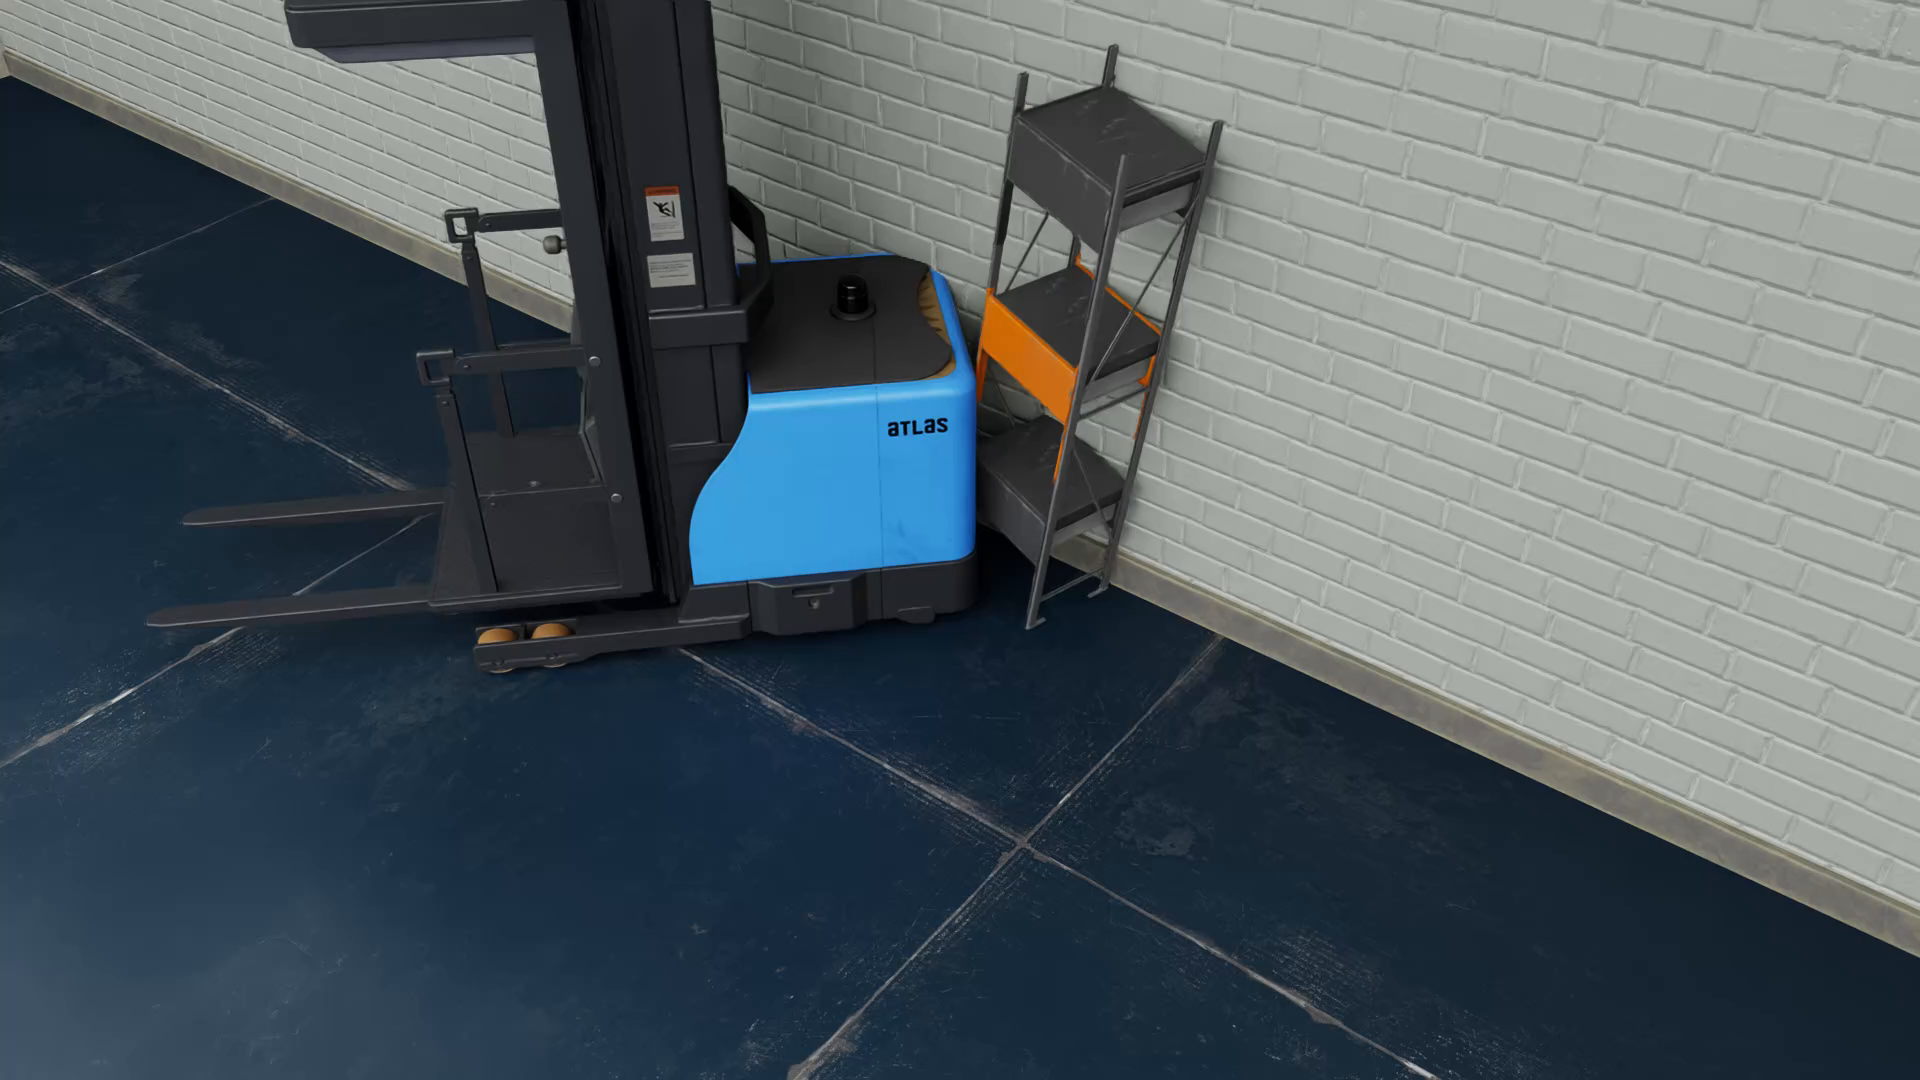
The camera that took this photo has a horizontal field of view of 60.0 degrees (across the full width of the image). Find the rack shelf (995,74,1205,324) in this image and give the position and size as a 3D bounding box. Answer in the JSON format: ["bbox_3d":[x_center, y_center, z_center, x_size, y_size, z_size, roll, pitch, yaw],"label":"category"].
[{"bbox_3d":[0.447,-1.085,5.281,0.431,0.518,0.480,-25,55,-28],"label":"rack shelf"}]

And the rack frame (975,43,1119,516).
[{"bbox_3d":[0.229,-0.762,5.897,0.400,2.100,0.015,-25,55,-28],"label":"rack frame"}]

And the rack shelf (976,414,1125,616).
[{"bbox_3d":[0.301,-0.118,6.284,0.431,0.518,0.480,-25,55,-28],"label":"rack shelf"}]

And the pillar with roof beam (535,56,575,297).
[{"bbox_3d":[-4.074,-2.140,2.183,0.400,9.000,9.100,25,45,29],"label":"pillar with roof beam"}]

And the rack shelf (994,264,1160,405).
[{"bbox_3d":[0.388,-0.696,5.685,0.368,0.174,0.457,-25,55,-28],"label":"rack shelf"}]

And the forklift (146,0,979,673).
[{"bbox_3d":[-1.490,-1.015,5.669,3.031,2.935,1.130,-5,38,-7],"label":"forklift"}]

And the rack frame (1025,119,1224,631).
[{"bbox_3d":[0.521,-0.460,5.648,0.400,2.100,0.015,-25,55,-28],"label":"rack frame"}]

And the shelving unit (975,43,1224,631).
[{"bbox_3d":[0.375,-0.611,5.773,0.431,2.100,0.503,-25,55,-28],"label":"shelving unit"}]

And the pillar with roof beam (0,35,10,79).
[{"bbox_3d":[-8.840,-4.387,5.053,0.400,9.000,9.100,25,45,29],"label":"pillar with roof beam"}]
